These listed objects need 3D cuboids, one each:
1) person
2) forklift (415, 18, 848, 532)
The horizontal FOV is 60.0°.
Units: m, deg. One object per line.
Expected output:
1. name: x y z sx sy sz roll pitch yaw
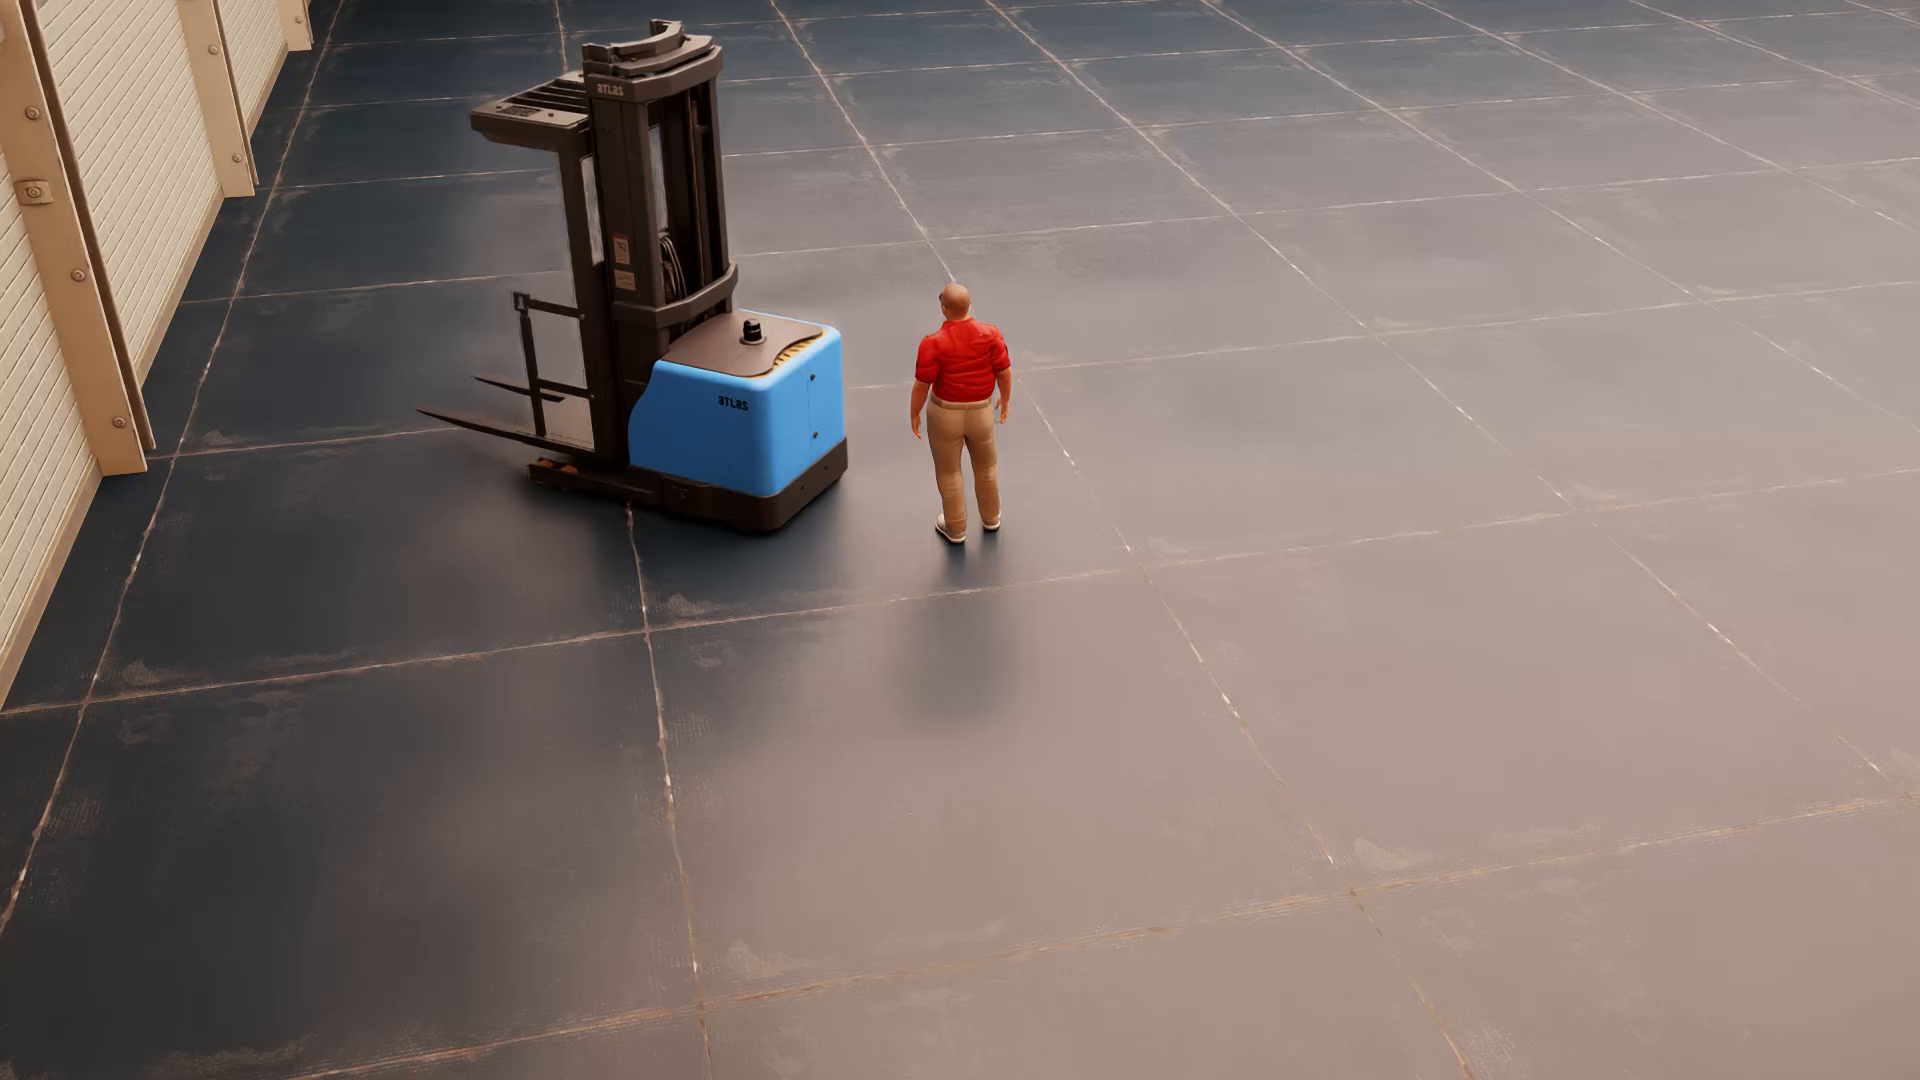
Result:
1. person: -0.009 -0.799 10.141 0.640 1.727 0.551 -7 31 -12
2. forklift: -2.309 -1.815 10.710 3.031 2.935 1.130 14 33 22
